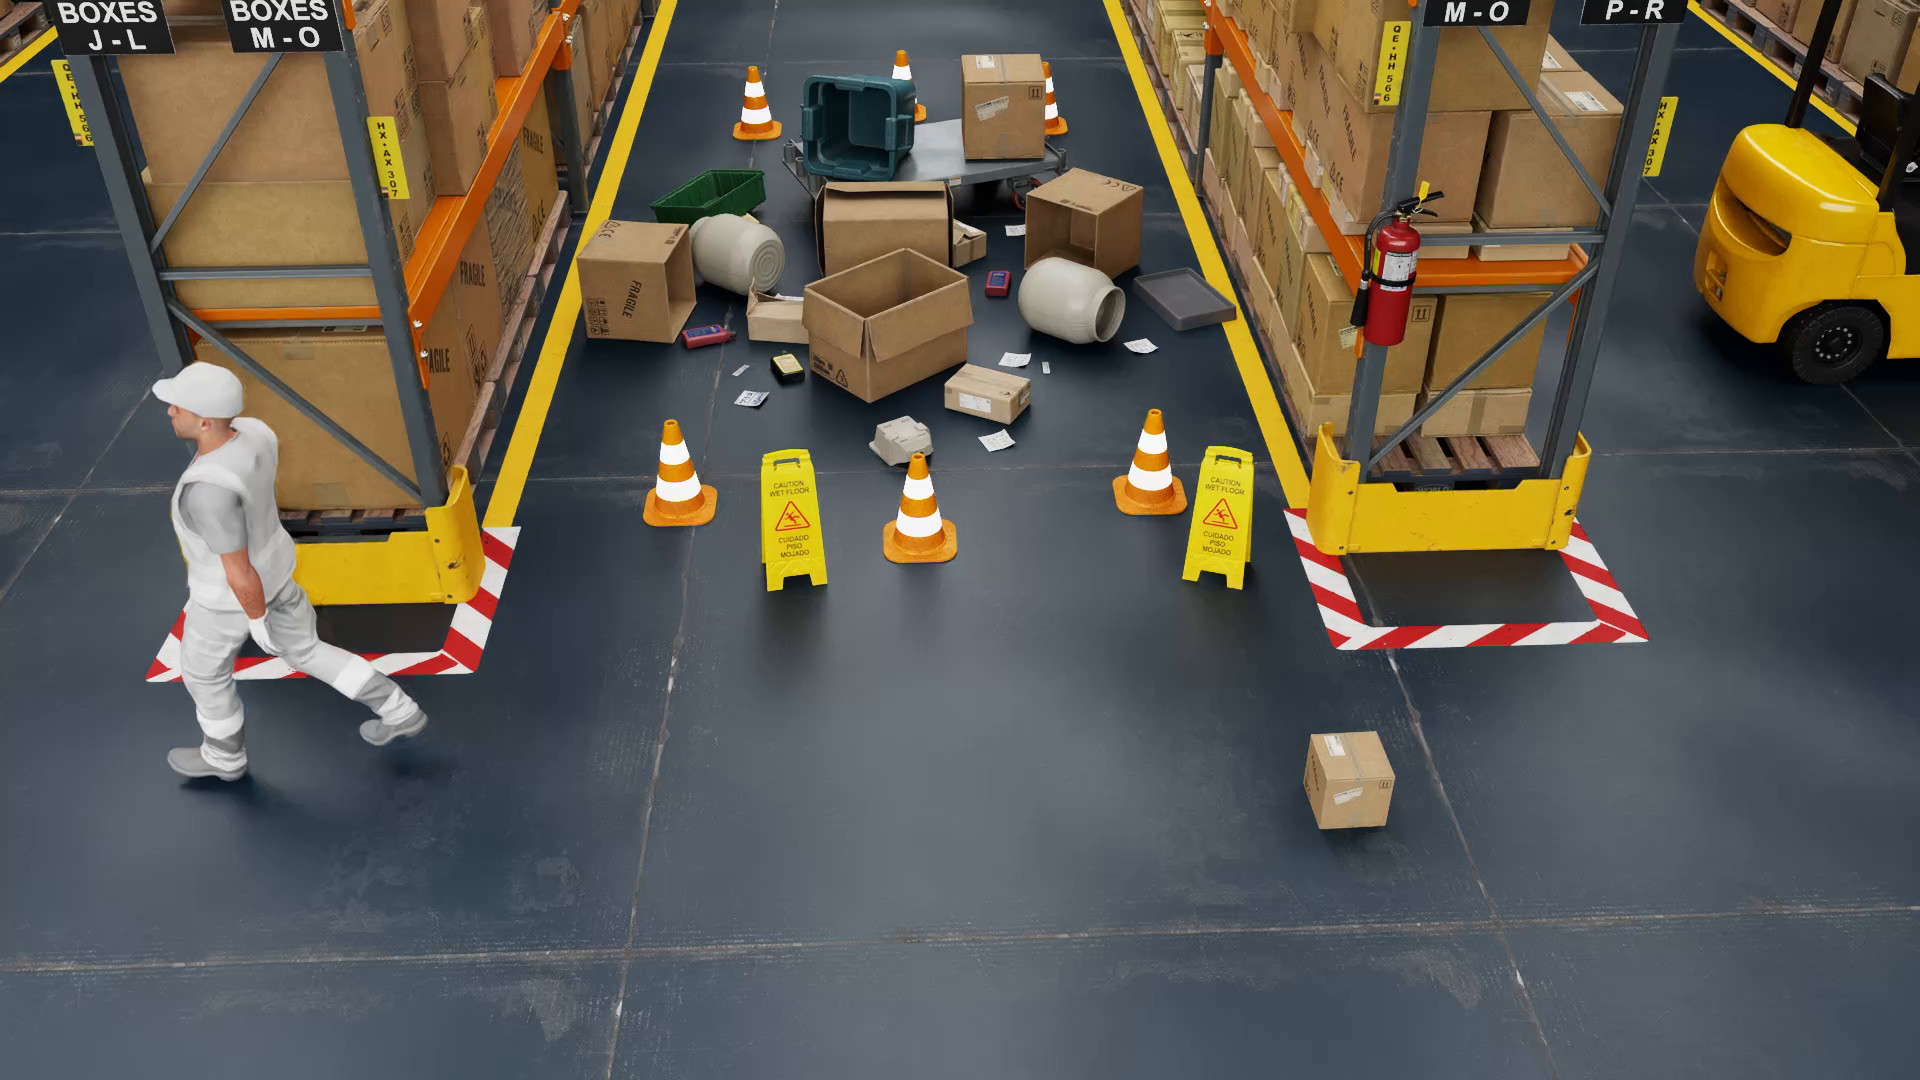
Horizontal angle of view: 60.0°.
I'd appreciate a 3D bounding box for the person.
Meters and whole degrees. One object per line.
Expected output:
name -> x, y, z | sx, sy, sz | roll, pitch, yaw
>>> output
person -> -2.528, 0.143, 5.920 | 0.987, 1.751, 0.532 | 4, 35, 5
